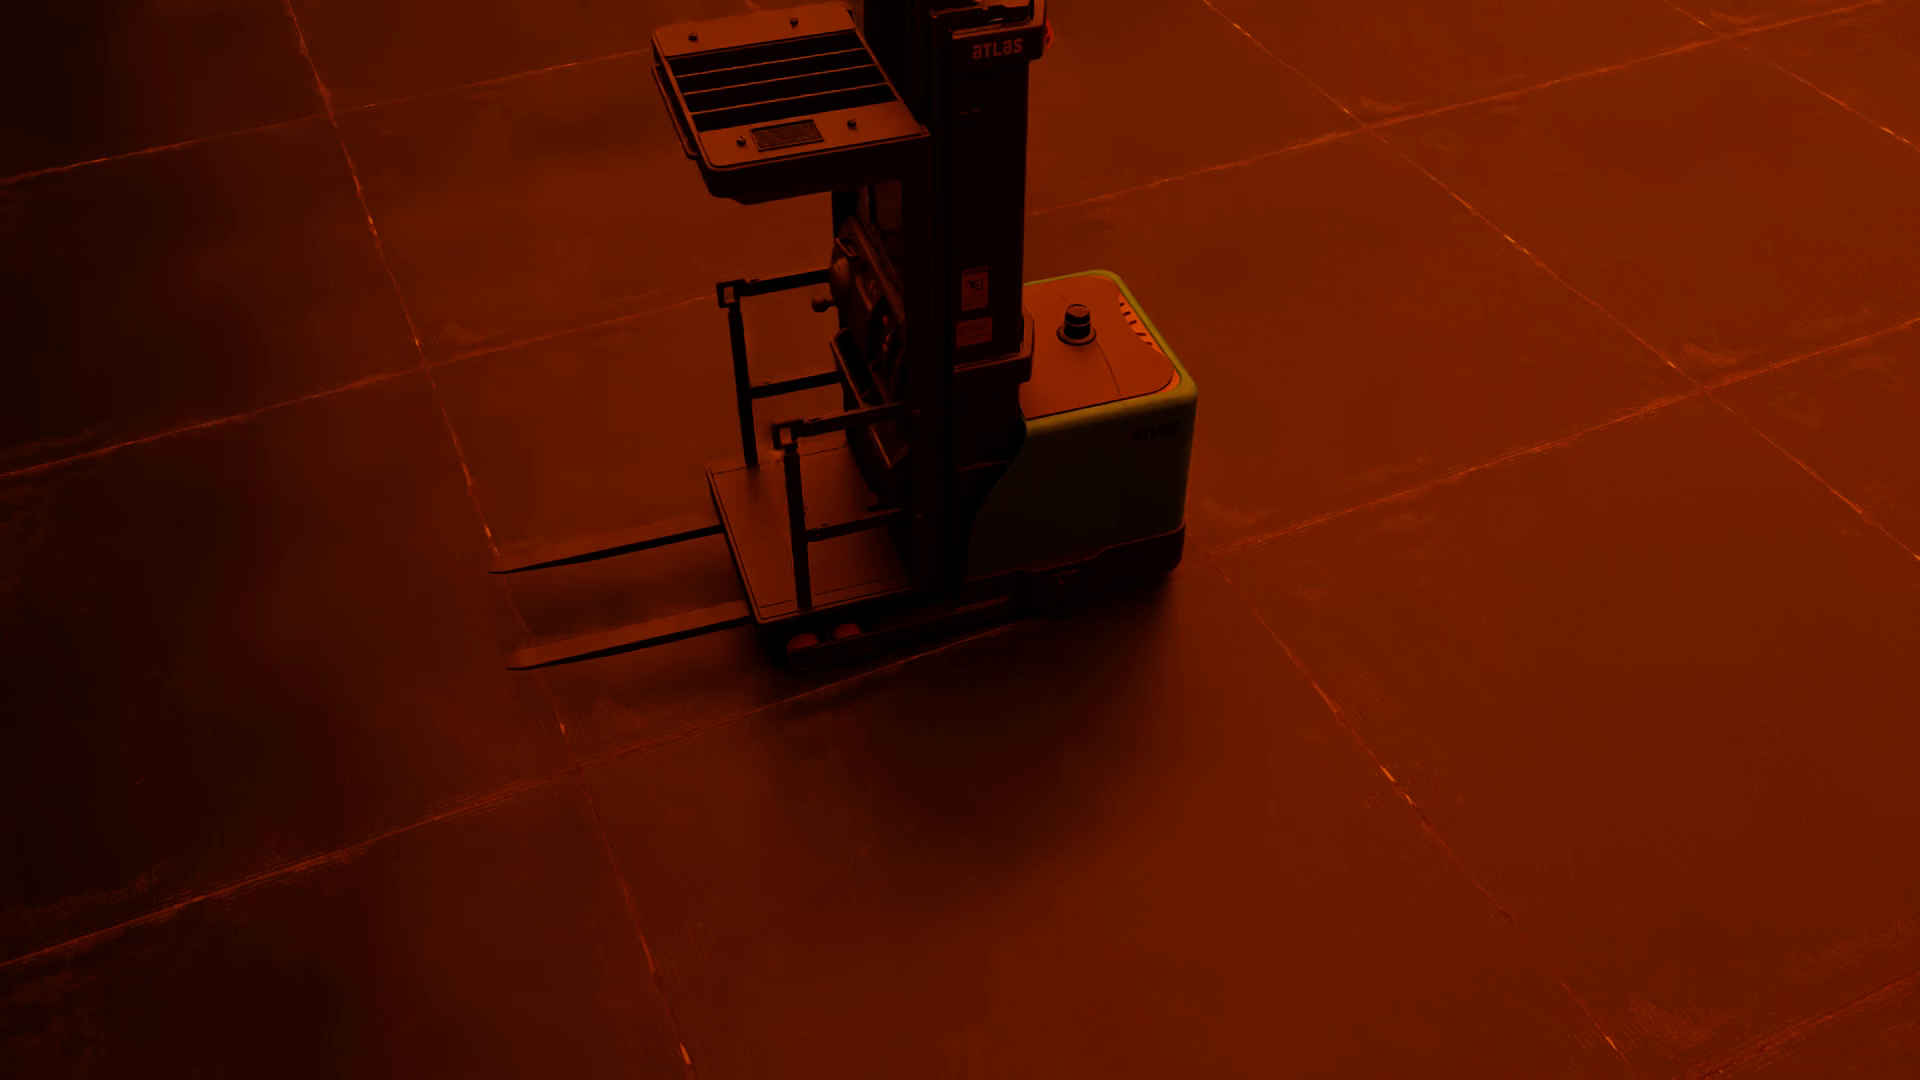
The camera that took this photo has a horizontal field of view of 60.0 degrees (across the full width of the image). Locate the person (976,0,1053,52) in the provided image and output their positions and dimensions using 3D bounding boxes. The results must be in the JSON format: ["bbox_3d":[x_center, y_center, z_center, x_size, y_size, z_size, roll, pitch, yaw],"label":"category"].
[{"bbox_3d":[0.082,-3.057,9.823,0.867,1.747,0.638,-15,45,-16],"label":"person"}]

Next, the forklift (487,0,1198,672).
[{"bbox_3d":[-0.560,-0.911,6.657,3.031,2.935,1.130,-13,45,-13],"label":"forklift"}]
